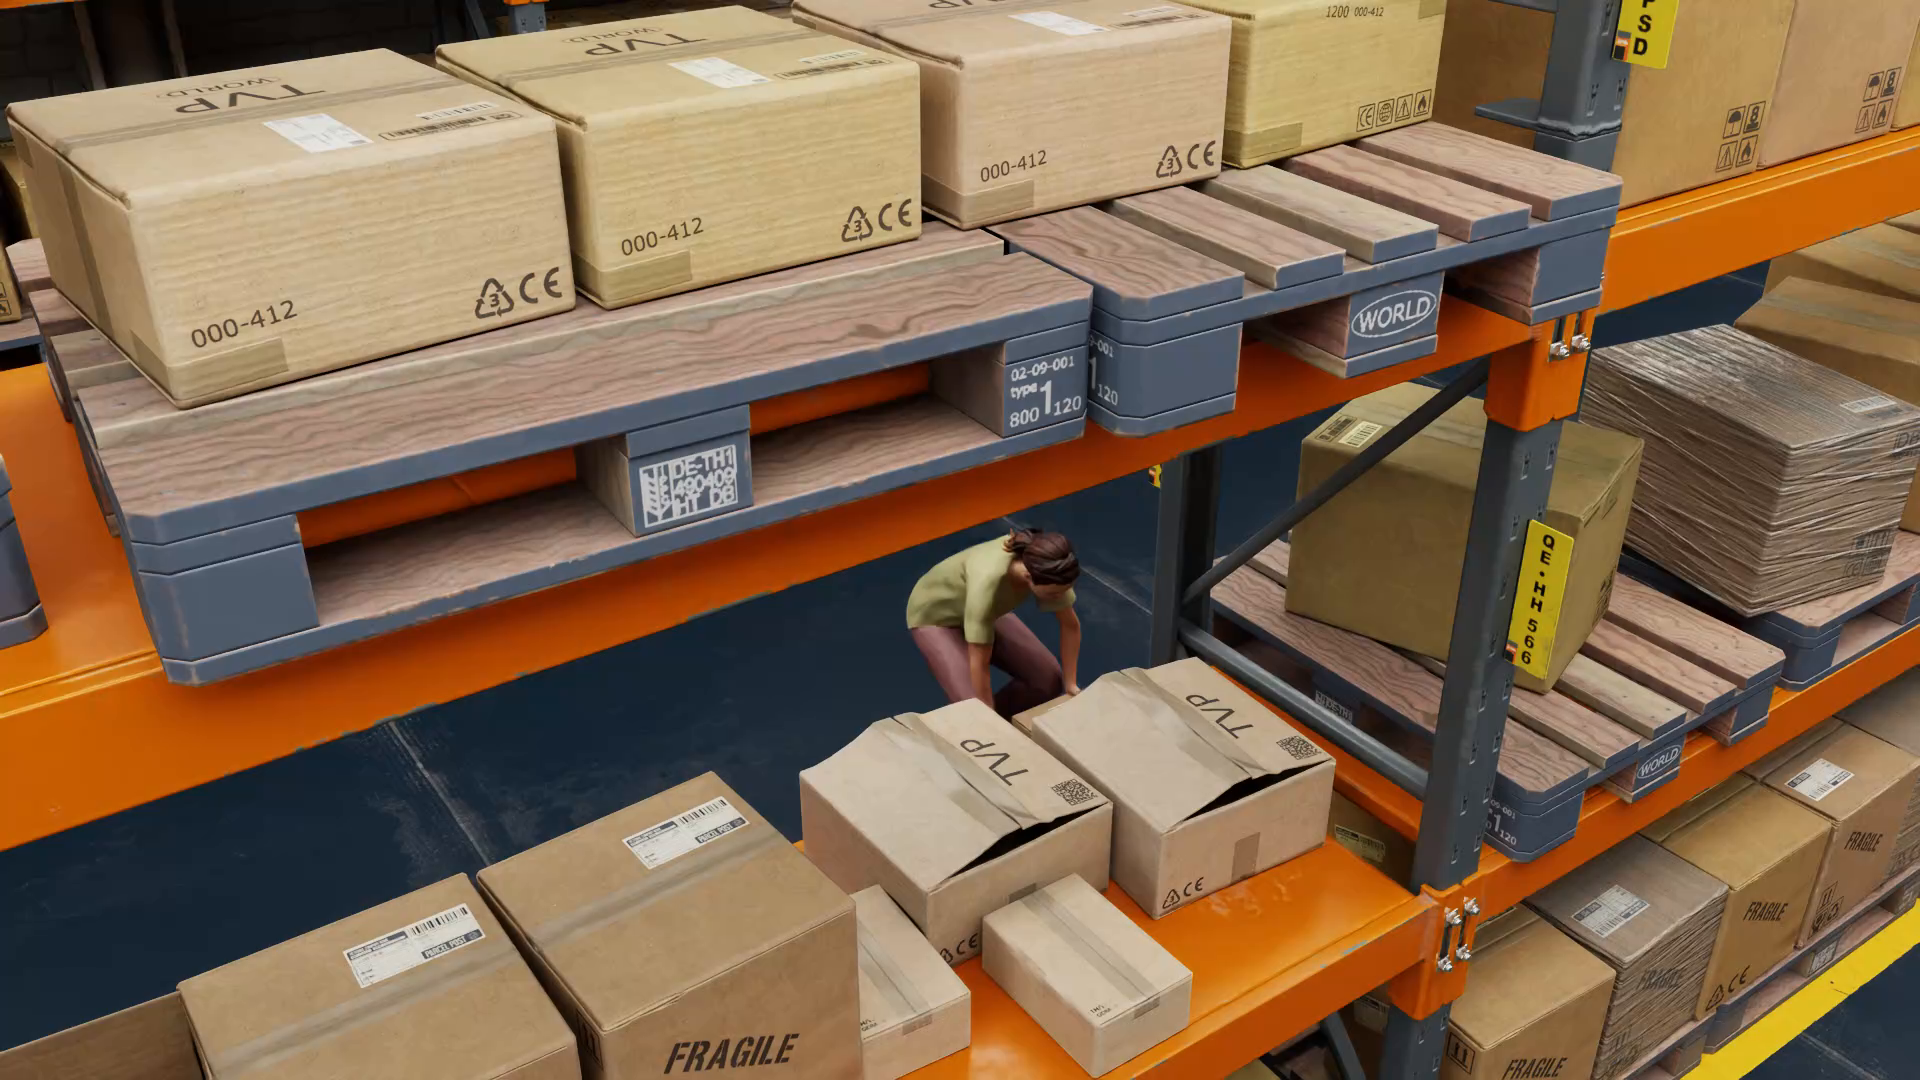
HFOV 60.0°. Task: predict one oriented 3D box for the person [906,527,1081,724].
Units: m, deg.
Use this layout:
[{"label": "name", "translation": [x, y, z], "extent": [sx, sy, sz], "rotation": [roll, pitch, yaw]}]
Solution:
[{"label": "person", "translation": [0.142, 0.377, 6.023], "extent": [0.505, 1.116, 0.747], "rotation": [-19, 34, -31]}]
